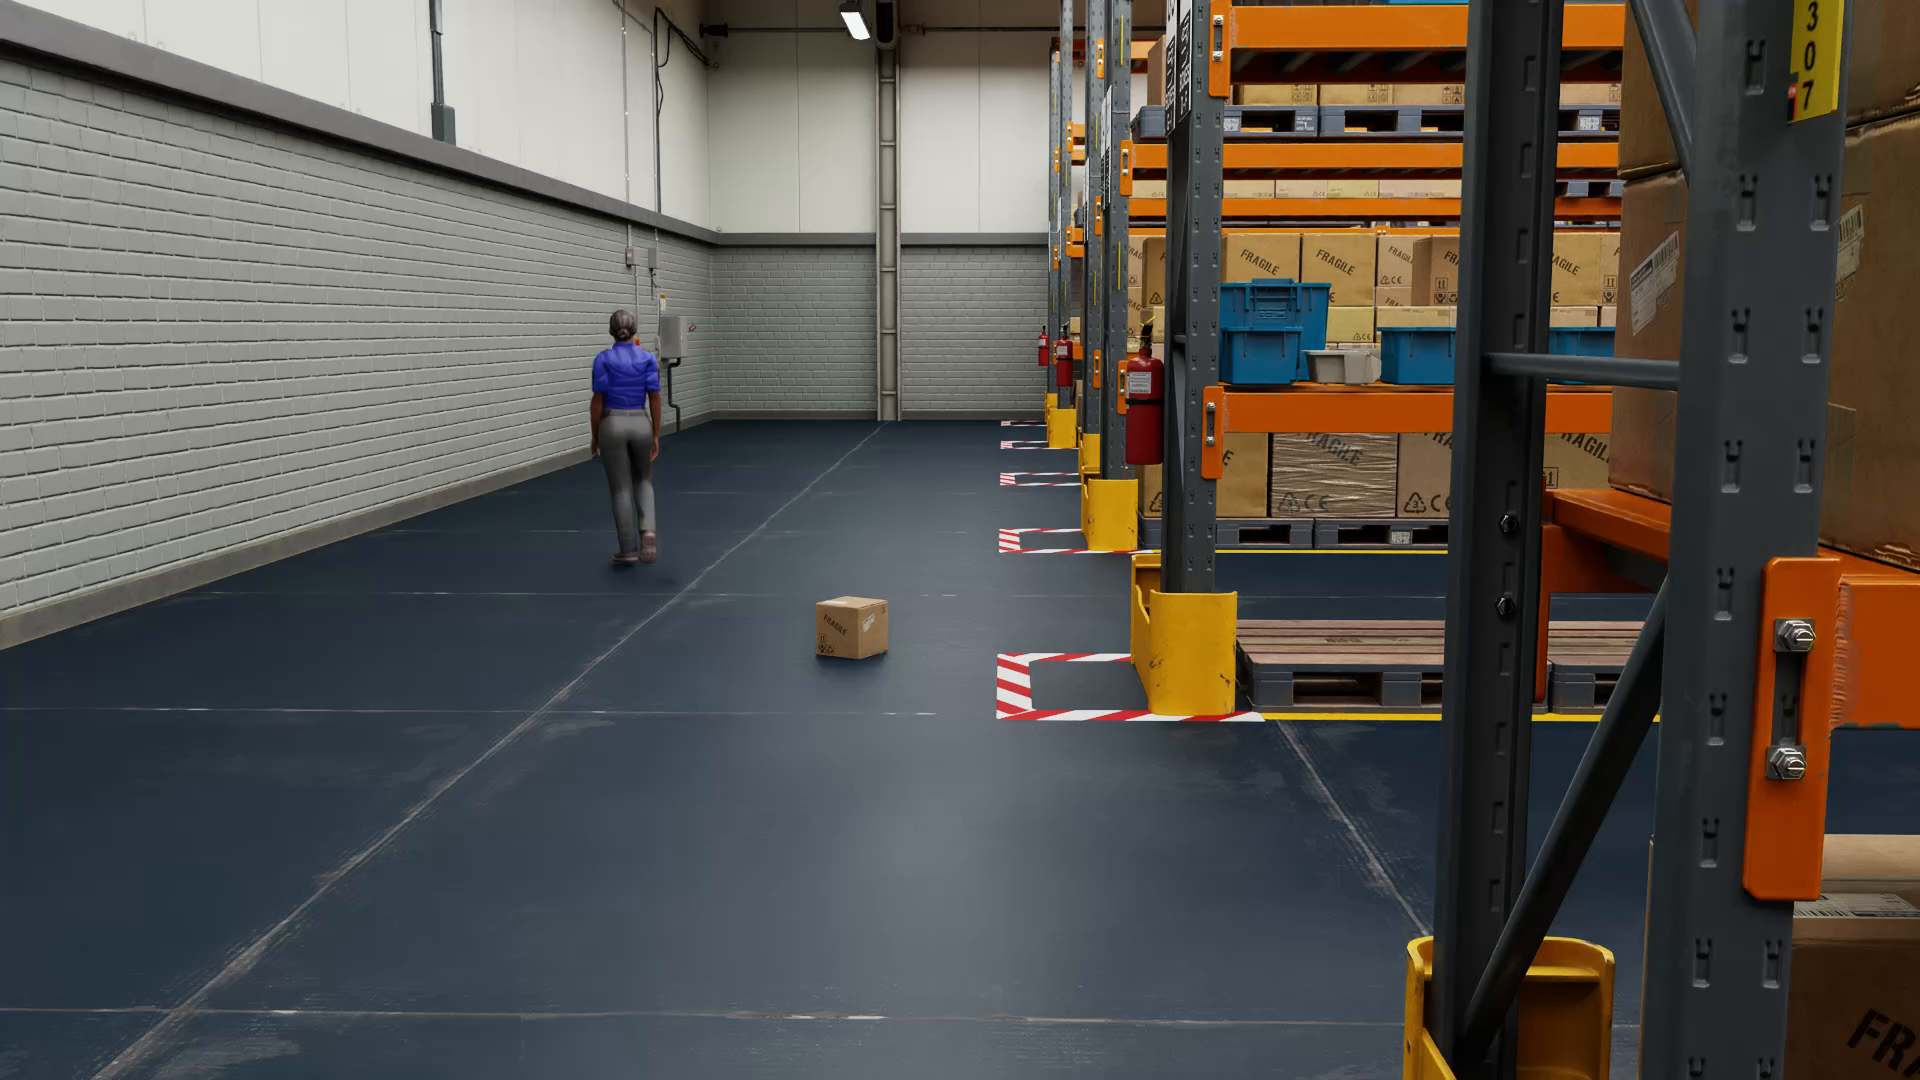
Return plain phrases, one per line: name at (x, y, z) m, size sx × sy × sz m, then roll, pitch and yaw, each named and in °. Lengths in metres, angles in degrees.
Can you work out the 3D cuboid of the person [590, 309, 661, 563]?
person at (-2.208, -0.660, 10.921) m, size 0.440 × 1.667 × 0.427 m, roll -3°, pitch 8°, yaw -24°
